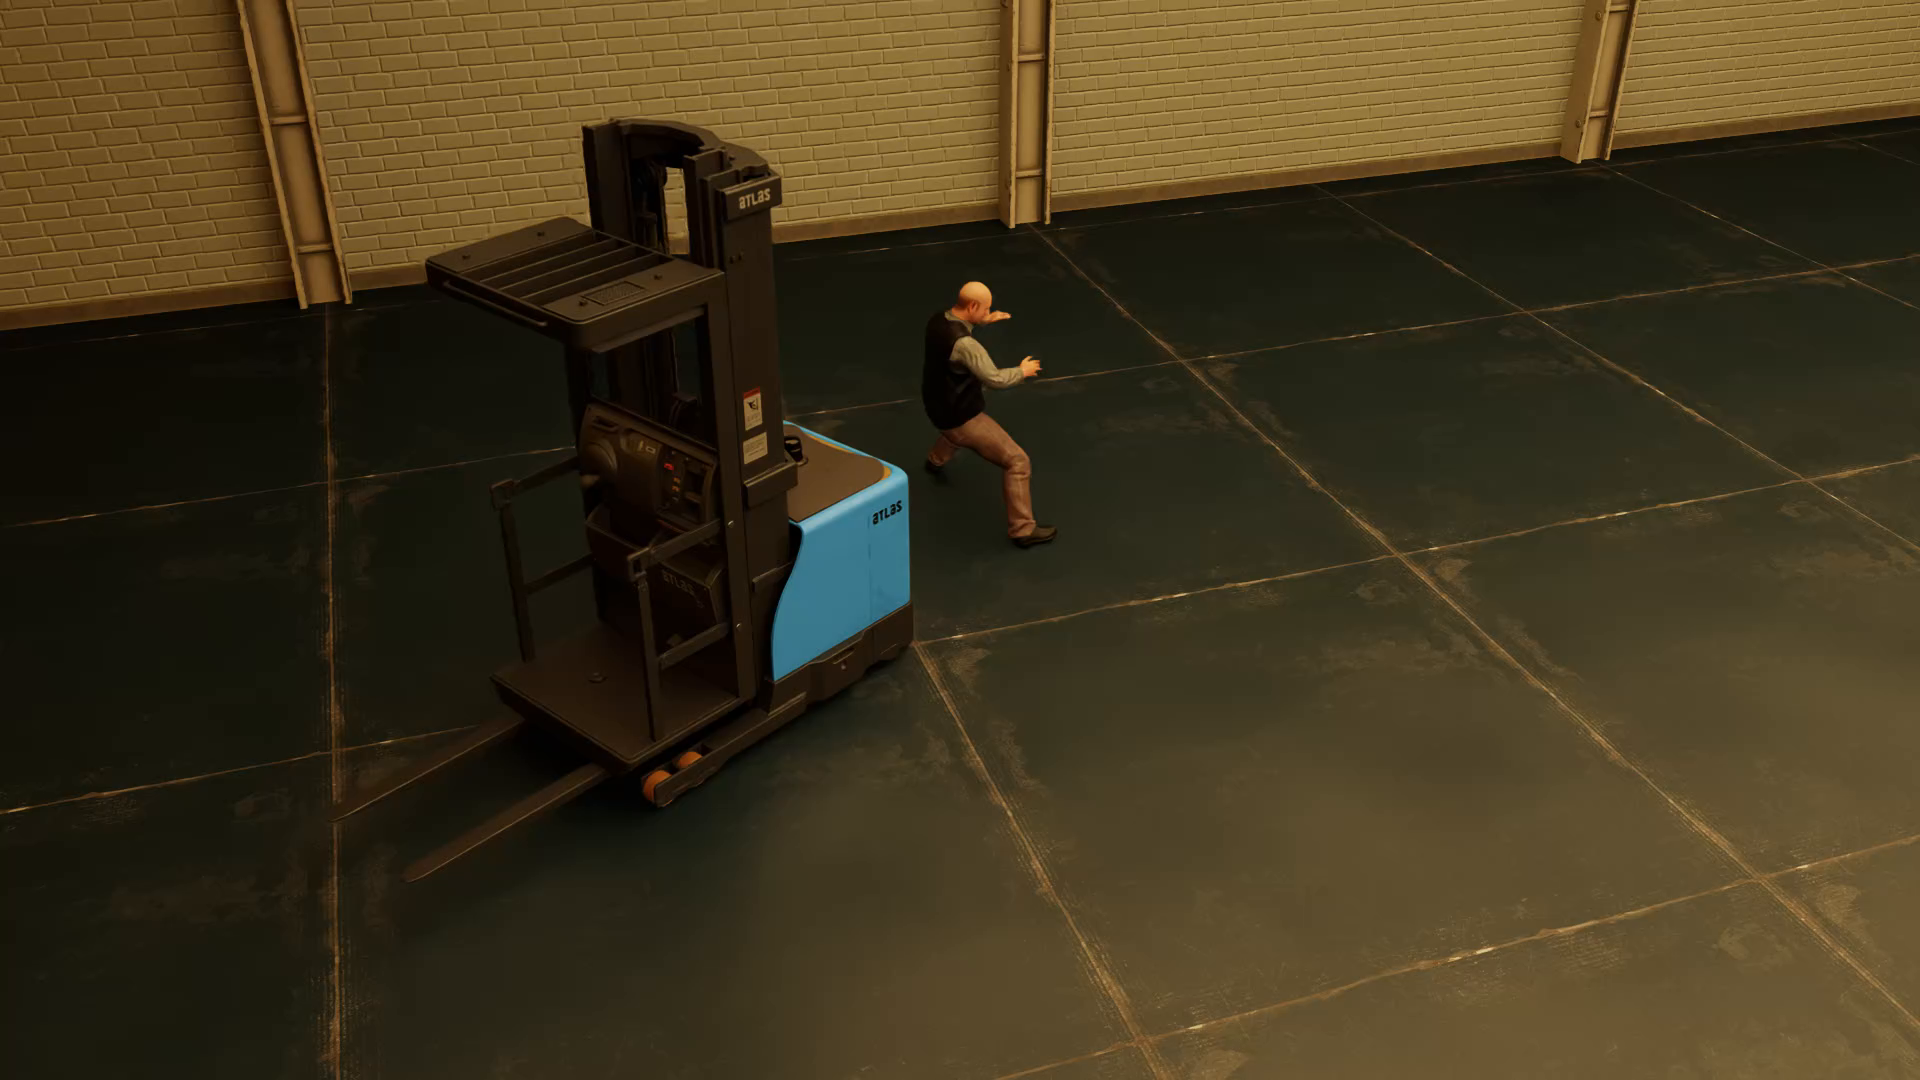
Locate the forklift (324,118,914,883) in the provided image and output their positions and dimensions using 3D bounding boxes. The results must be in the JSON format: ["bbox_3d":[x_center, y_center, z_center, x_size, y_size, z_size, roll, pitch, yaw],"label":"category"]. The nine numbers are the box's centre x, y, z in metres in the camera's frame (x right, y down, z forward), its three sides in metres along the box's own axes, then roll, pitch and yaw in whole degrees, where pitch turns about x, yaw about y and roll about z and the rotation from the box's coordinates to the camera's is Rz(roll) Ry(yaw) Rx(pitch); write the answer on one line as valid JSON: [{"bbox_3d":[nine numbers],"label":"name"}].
[{"bbox_3d":[-1.598,-0.300,7.609,1.130,2.935,3.031,24,37,35],"label":"forklift"}]

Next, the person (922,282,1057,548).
[{"bbox_3d":[0.112,-0.872,10.042,0.701,1.496,1.213,-8,31,-14],"label":"person"}]
